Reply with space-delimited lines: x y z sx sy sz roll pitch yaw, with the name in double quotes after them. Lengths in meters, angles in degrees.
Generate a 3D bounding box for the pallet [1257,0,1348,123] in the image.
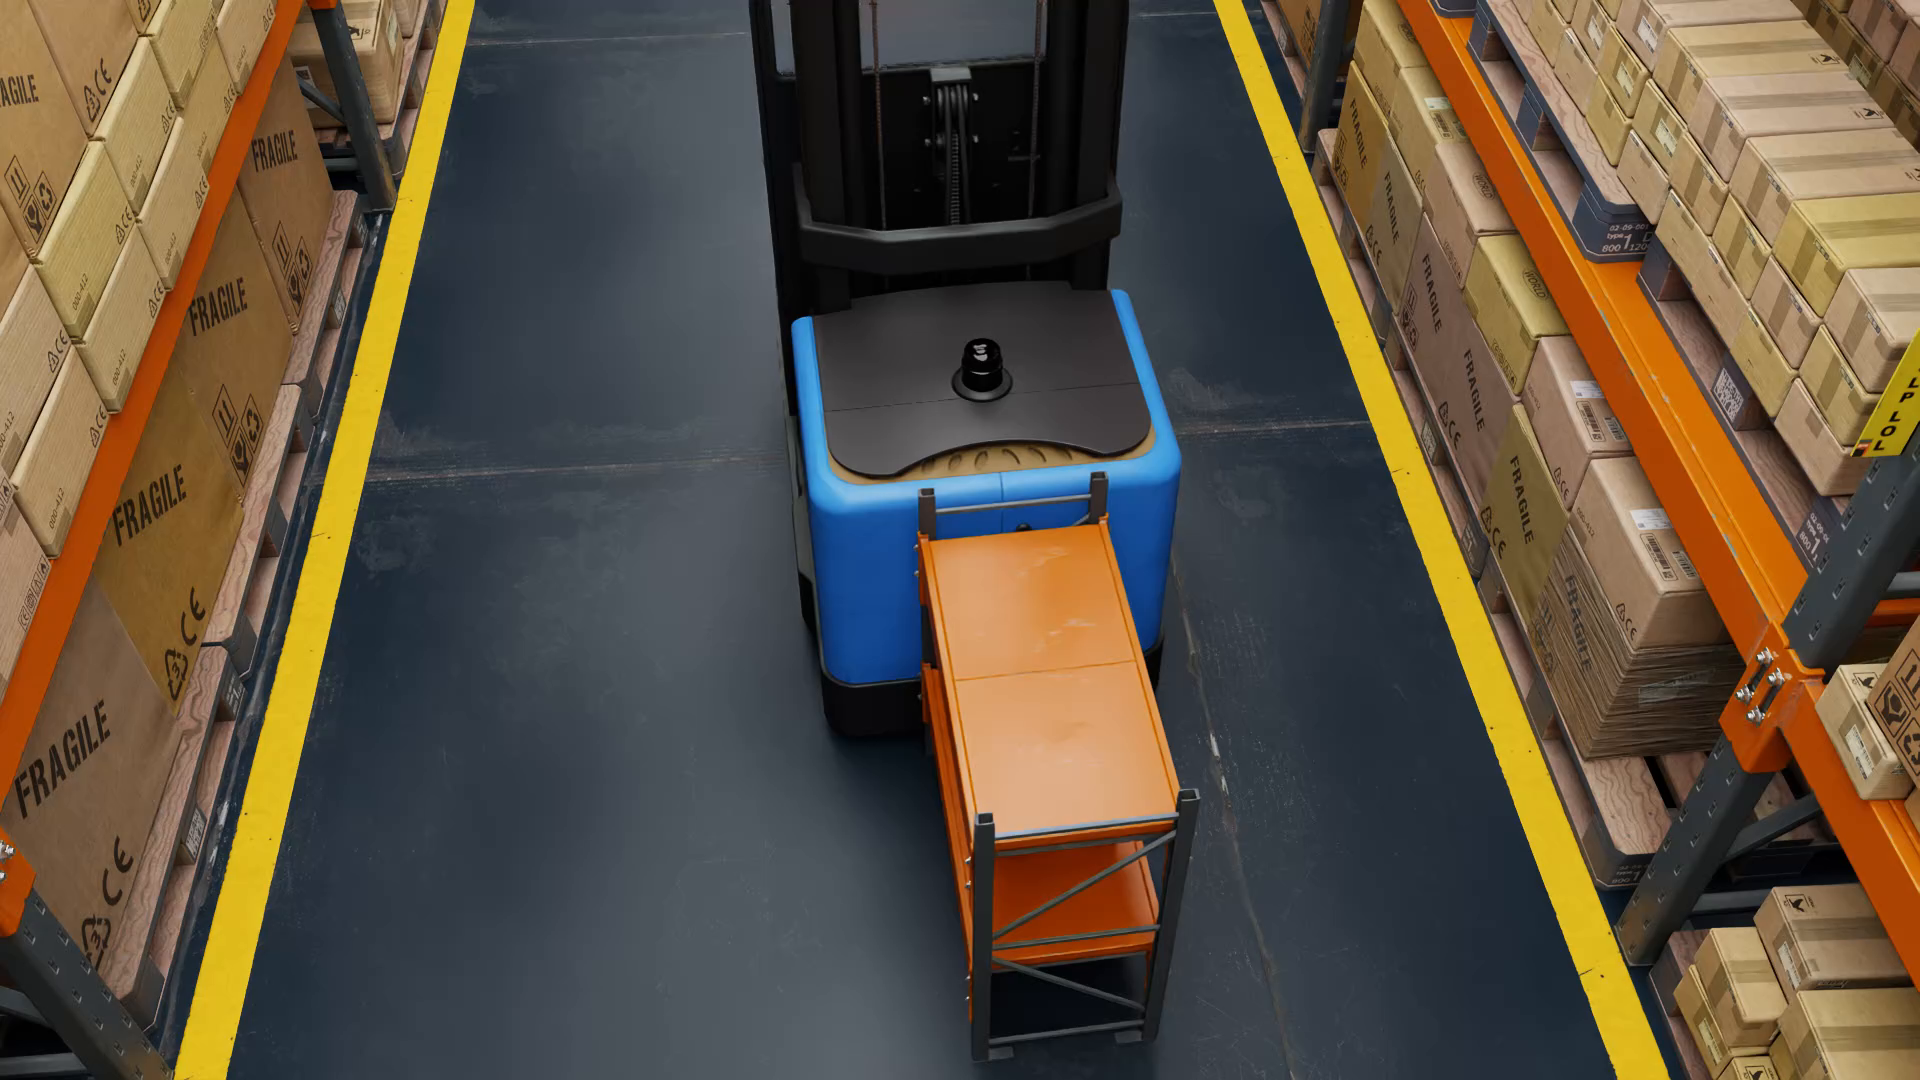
2.024 -2.426 7.902 1.003 0.211 1.213 -3 47 -3 "pallet"

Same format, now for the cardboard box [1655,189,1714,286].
2.058 -0.799 4.325 0.380 0.149 0.250 -6 47 -5 "cardboard box"

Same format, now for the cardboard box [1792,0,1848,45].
2.643 -1.521 4.803 0.380 0.149 0.250 -4 47 -4 "cardboard box"

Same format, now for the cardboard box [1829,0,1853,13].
2.640 -1.622 4.694 0.380 0.149 0.250 -2 47 -2 "cardboard box"

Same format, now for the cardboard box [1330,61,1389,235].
1.820 -1.568 6.601 0.500 0.500 0.500 -5 47 -5 "cardboard box"

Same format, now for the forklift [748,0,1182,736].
-0.092 -1.490 5.143 1.130 2.935 3.031 -6 47 -5 "forklift"

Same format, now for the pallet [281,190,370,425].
-2.918 -0.902 6.459 1.003 0.211 1.213 -3 47 -3 "pallet"

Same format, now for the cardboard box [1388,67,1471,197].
1.874 -1.472 5.994 0.500 0.250 0.500 -4 47 -4 "cardboard box"

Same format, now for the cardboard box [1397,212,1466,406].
1.914 -0.833 5.905 0.500 0.500 0.500 -5 47 -4 "cardboard box"

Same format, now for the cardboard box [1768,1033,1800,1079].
2.172 1.277 3.944 0.380 0.149 0.250 -3 47 -3 "cardboard box"

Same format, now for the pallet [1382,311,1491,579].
2.178 -0.405 5.988 1.003 0.211 1.213 -3 47 -3 "pallet"

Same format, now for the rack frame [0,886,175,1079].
-2.574 0.458 3.250 1.000 3.000 0.127 -3 47 -3 "rack frame"

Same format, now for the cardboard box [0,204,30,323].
-2.395 -0.622 3.516 0.500 0.500 0.500 -4 47 -4 "cardboard box"

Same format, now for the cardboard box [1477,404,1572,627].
1.995 -0.092 5.204 0.500 0.500 0.500 -4 47 -4 "cardboard box"

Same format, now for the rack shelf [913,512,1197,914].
0.210 0.404 4.189 0.538 0.278 1.000 -6 47 -5 "rack shelf"

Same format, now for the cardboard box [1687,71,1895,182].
2.057 -1.028 4.132 0.380 0.149 0.250 -4 47 -3 "cardboard box"

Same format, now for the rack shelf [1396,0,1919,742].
2.183 -1.116 5.236 1.077 0.370 4.000 -3 47 -3 "rack shelf"

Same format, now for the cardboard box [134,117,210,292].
-2.452 -0.933 4.671 0.500 0.250 0.500 -4 47 -4 "cardboard box"

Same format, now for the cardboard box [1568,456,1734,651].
2.036 0.018 4.583 0.500 0.250 0.500 -5 47 -4 "cardboard box"

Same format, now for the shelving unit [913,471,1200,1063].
0.210 0.606 4.402 0.538 1.125 1.048 -6 47 -5 "shelving unit"

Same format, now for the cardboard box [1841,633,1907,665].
2.553 0.248 4.881 0.500 0.500 0.500 -2 47 -2 "cardboard box"

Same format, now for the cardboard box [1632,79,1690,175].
2.031 -1.108 4.413 0.380 0.149 0.250 -6 47 -5 "cardboard box"

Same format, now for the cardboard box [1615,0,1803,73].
2.014 -1.400 4.484 0.380 0.149 0.250 -5 47 -5 "cardboard box"

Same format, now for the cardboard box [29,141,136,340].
-2.417 -0.740 4.144 0.500 0.250 0.500 -3 47 -3 "cardboard box"

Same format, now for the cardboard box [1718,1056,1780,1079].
2.083 1.395 4.037 0.380 0.149 0.250 -2 47 -2 "cardboard box"

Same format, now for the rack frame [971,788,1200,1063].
0.280 0.971 4.055 0.500 1.125 0.032 -6 47 -5 "rack frame"

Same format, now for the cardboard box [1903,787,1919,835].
2.143 0.578 3.310 0.380 0.149 0.250 -2 47 -2 "cardboard box"

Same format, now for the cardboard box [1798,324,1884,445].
2.120 -0.352 3.696 0.380 0.149 0.250 -2 47 -2 "cardboard box"

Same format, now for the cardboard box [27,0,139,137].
-2.484 -1.359 4.214 0.500 0.500 0.500 -4 47 -4 "cardboard box"

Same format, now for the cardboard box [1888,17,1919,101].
2.687 -1.244 4.337 0.380 0.149 0.250 -4 47 -4 "cardboard box"

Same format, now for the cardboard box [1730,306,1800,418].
2.097 -0.437 3.982 0.380 0.149 0.250 -3 47 -3 "cardboard box"

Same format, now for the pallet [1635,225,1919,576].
2.431 -0.412 4.206 1.003 0.211 1.213 -3 47 -3 "pallet"

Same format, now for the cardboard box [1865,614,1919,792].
2.141 0.321 3.106 0.500 0.500 0.500 -4 47 -4 "cardboard box"

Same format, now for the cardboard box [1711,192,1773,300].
2.079 -0.722 4.047 0.380 0.149 0.250 -2 47 -2 "cardboard box"

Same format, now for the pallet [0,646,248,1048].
-2.714 0.863 4.787 1.003 0.211 1.213 -3 47 -3 "pallet"

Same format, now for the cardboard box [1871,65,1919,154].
2.683 -1.146 4.449 0.380 0.149 0.250 -2 47 -2 "cardboard box"

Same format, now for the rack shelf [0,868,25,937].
-2.407 2.152 2.141 1.077 0.370 4.000 -3 47 -3 "rack shelf"

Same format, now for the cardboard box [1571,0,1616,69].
1.991 -1.482 4.766 0.380 0.149 0.250 -2 47 -2 "cardboard box"

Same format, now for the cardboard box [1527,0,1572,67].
1.965 -1.573 5.057 0.380 0.149 0.250 -3 47 -3 "cardboard box"

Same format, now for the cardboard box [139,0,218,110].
-2.505 -1.481 4.846 0.500 0.250 0.500 -5 47 -4 "cardboard box"

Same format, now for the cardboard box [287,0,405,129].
-2.946 -2.086 7.180 0.950 0.372 0.625 -6 47 -6 "cardboard box"

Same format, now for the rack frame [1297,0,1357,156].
2.015 -2.810 6.345 1.000 3.000 0.127 -3 47 -3 "rack frame"

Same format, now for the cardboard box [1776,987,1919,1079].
2.137 1.180 3.831 0.380 0.149 0.250 -1 47 -1 "cardboard box"

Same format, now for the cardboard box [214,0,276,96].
-2.549 -1.666 5.365 0.500 0.250 0.500 -3 47 -3 "cardboard box"

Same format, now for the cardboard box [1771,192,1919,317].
2.099 -0.651 3.775 0.380 0.149 0.250 -5 47 -4 "cardboard box"

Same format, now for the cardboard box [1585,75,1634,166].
2.007 -1.192 4.696 0.380 0.149 0.250 -2 47 -2 "cardboard box"

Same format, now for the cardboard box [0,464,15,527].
-2.330 0.002 3.441 0.500 0.250 0.500 -5 47 -4 "cardboard box"

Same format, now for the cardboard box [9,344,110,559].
-2.393 -0.199 3.976 0.500 0.250 0.500 -5 47 -4 "cardboard box"

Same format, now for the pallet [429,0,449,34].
-3.072 -2.923 8.373 1.003 0.211 1.213 -3 47 -3 "pallet"

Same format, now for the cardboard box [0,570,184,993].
-2.706 0.601 4.289 0.875 0.875 0.875 -2 47 -2 "cardboard box"

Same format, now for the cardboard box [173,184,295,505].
-2.863 -0.699 5.521 0.875 0.875 0.875 -3 47 -3 "cardboard box"

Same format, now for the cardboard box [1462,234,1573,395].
1.948 -0.736 5.297 0.500 0.250 0.500 -5 47 -5 "cardboard box"

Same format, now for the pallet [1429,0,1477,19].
2.181 -2.235 5.933 1.213 0.211 1.003 -3 47 -3 "pallet"

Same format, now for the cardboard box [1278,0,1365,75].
2.054 -2.627 7.432 1.050 0.750 0.750 -4 47 -4 "cardboard box"
